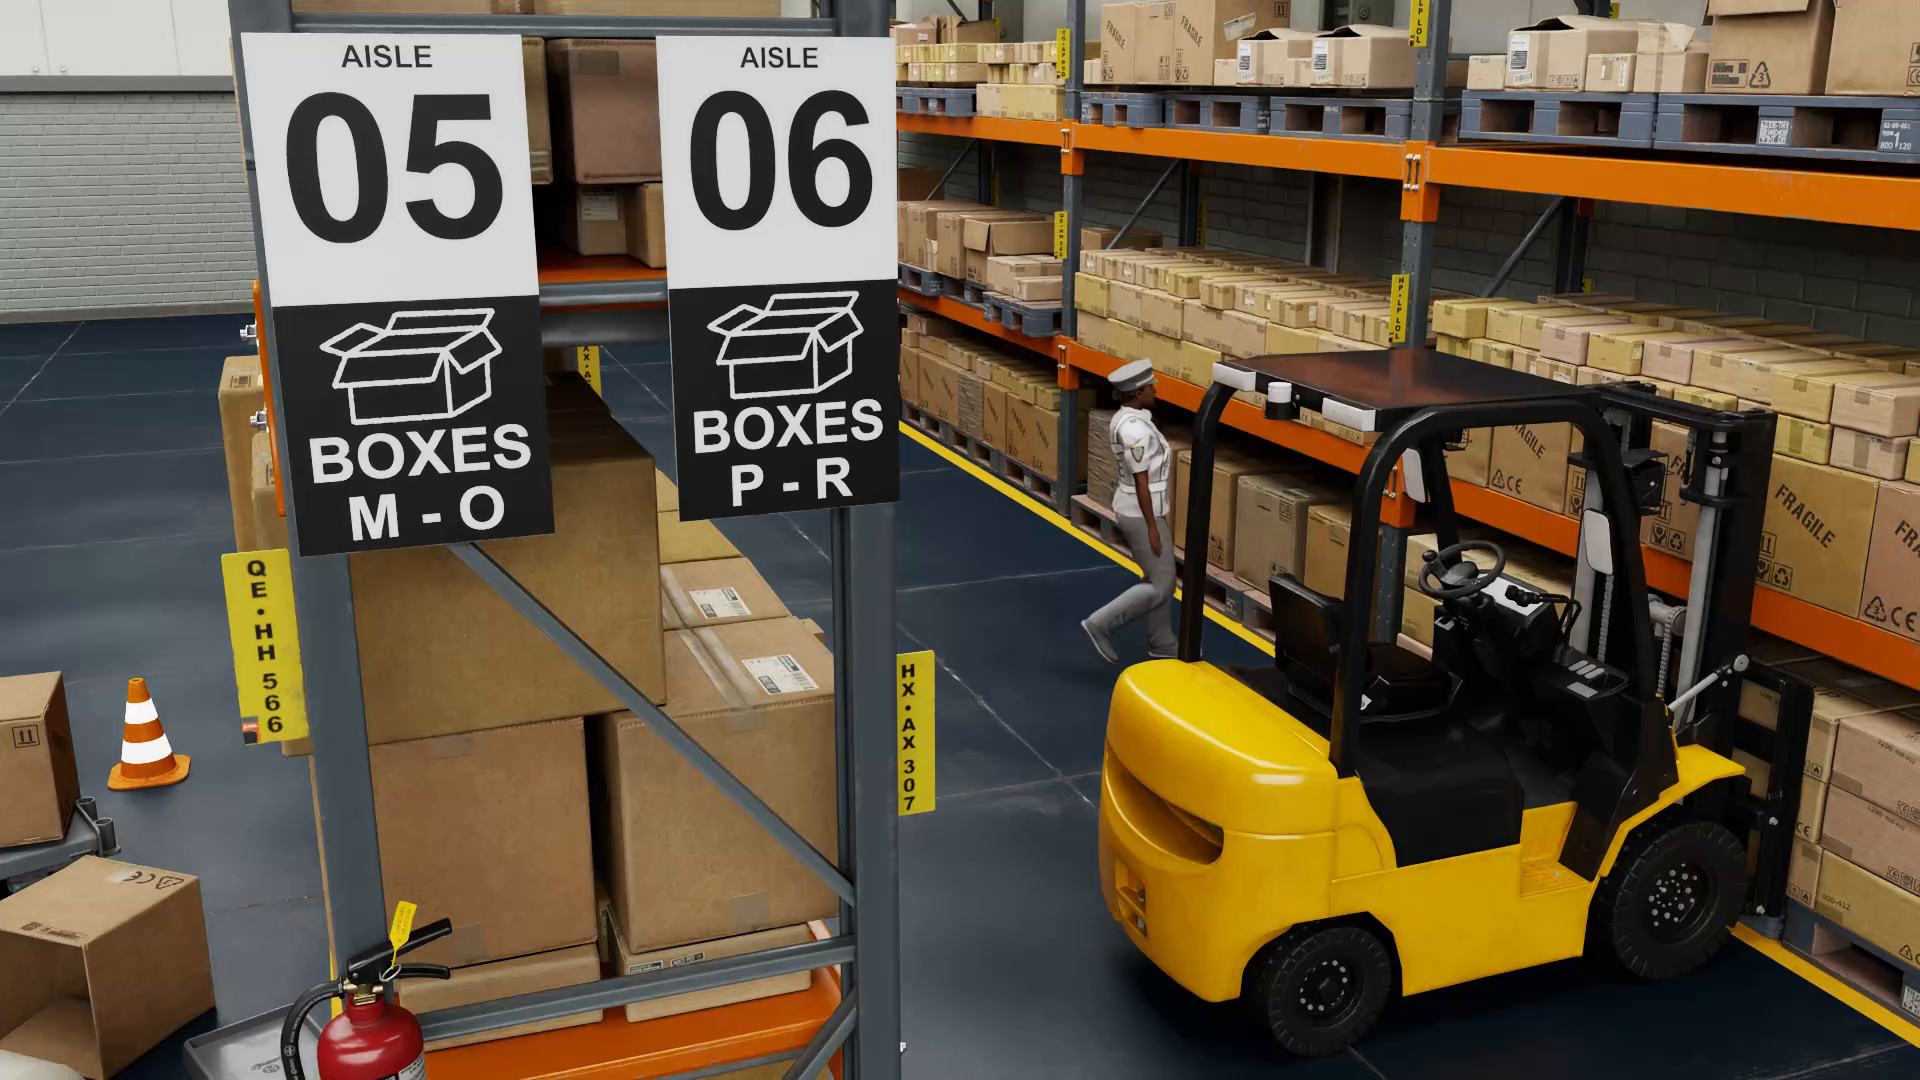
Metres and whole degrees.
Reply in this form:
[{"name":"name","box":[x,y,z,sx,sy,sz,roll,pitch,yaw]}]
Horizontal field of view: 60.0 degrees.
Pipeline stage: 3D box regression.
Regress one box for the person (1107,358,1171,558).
[{"name":"person","box":[0.941,-0.440,8.799,0.335,1.039,0.484,1,16,2]}]
